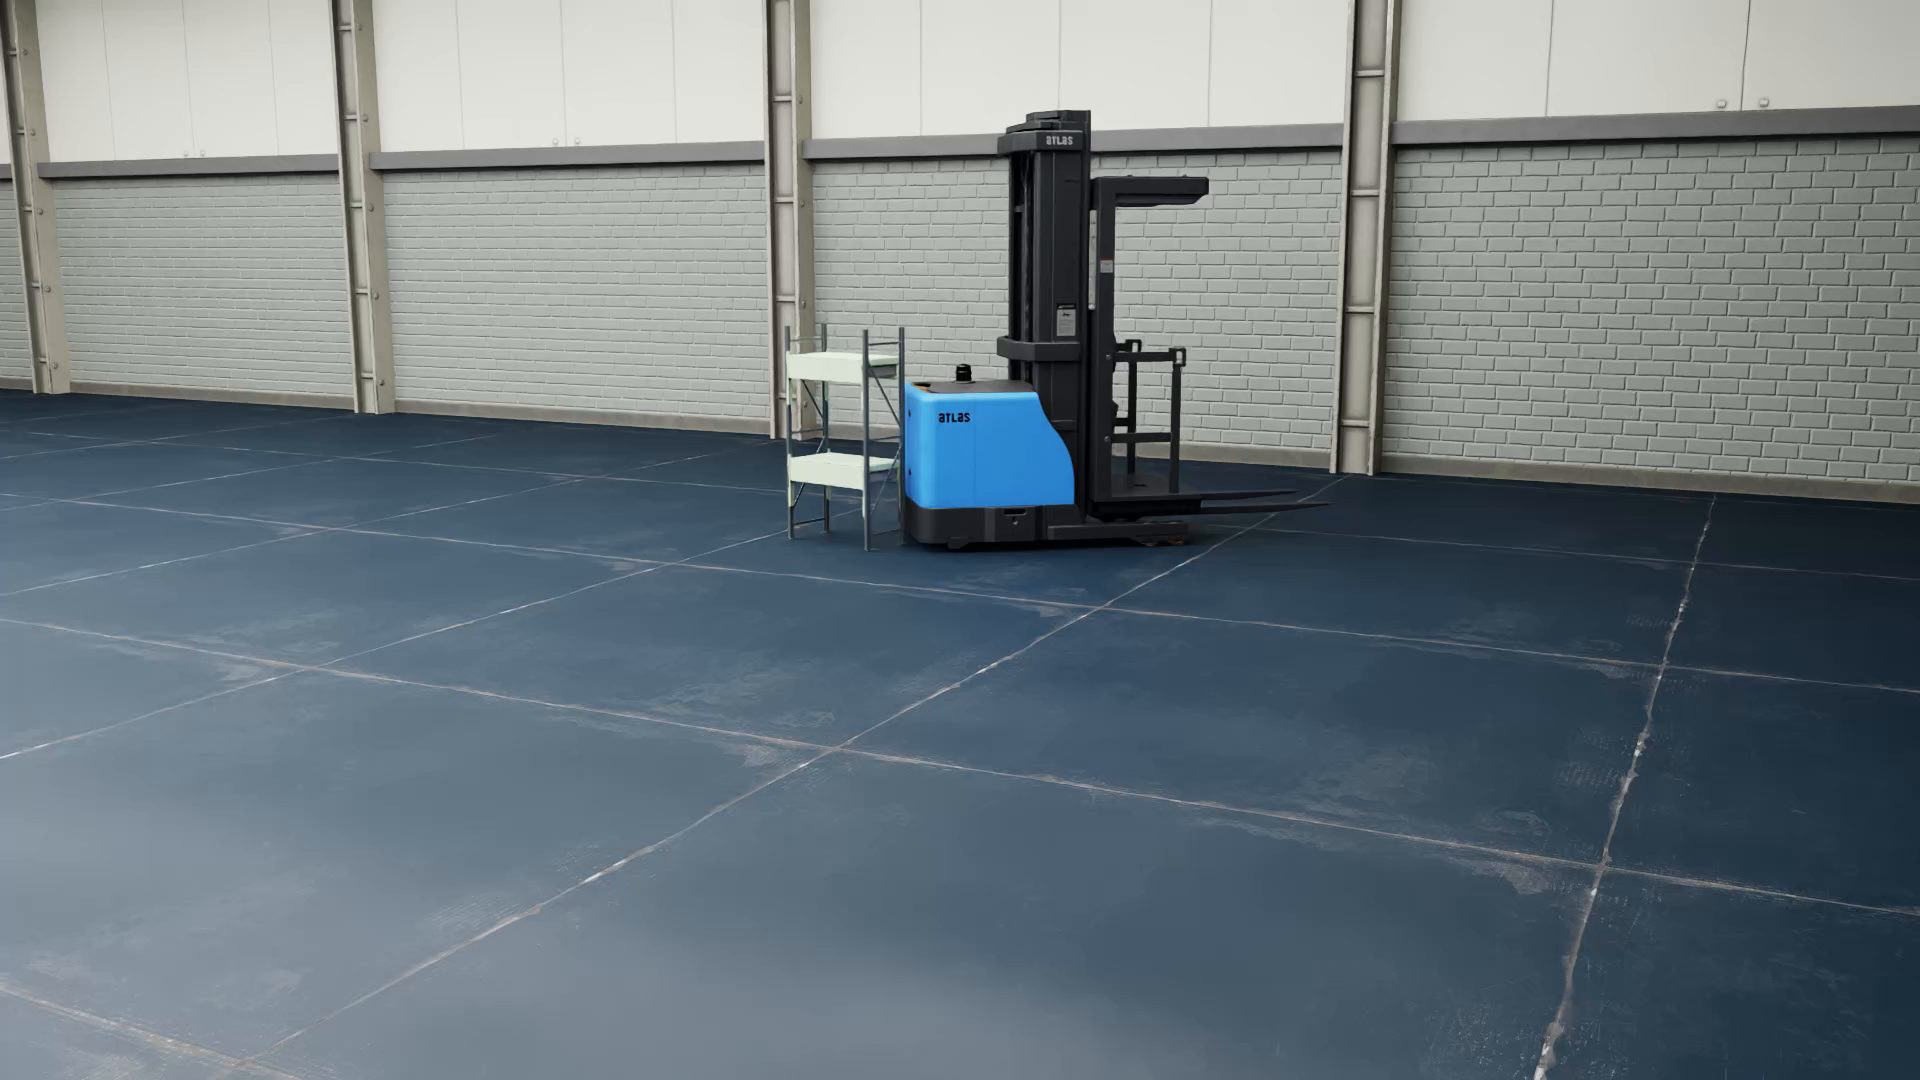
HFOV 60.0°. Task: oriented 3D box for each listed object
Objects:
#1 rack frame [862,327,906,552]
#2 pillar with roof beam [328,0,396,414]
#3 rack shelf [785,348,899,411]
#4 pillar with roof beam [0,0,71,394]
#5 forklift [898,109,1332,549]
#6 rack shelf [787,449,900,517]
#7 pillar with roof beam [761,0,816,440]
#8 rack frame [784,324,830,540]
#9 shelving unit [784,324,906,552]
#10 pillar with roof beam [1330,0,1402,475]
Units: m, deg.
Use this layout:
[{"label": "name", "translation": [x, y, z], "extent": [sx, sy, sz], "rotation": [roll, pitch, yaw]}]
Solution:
[{"label": "rack frame", "translation": [-0.513, -0.685, 11.303], "extent": [0.023, 1.500, 0.400], "rotation": [8, 13, 39]}, {"label": "pillar with roof beam", "translation": [-9.064, -5.306, 15.778], "extent": [0.400, 9.000, 9.100], "rotation": [5, 11, 26]}, {"label": "rack shelf", "translation": [-0.796, -1.110, 11.462], "extent": [0.720, 0.370, 0.431], "rotation": [8, 13, 39]}, {"label": "pillar with roof beam", "translation": [-14.445, -5.778, 18.390], "extent": [0.400, 9.000, 9.100], "rotation": [5, 11, 26]}, {"label": "forklift", "translation": [1.119, -1.488, 11.720], "extent": [3.031, 2.935, 1.130], "rotation": [-2, 10, -11]}, {"label": "rack shelf", "translation": [-0.796, -0.405, 11.590], "extent": [0.720, 0.370, 0.431], "rotation": [8, 13, 39]}, {"label": "pillar with roof beam", "translation": [-3.684, -4.833, 13.165], "extent": [0.400, 9.000, 9.100], "rotation": [5, 11, 26]}, {"label": "rack frame", "translation": [-1.078, -0.768, 11.760], "extent": [0.023, 1.500, 0.400], "rotation": [8, 13, 39]}, {"label": "shelving unit", "translation": [-0.796, -0.726, 11.532], "extent": [0.755, 1.500, 0.431], "rotation": [8, 13, 39]}, {"label": "pillar with roof beam", "translation": [1.697, -4.360, 10.553], "extent": [0.400, 9.000, 9.100], "rotation": [5, 11, 26]}]
